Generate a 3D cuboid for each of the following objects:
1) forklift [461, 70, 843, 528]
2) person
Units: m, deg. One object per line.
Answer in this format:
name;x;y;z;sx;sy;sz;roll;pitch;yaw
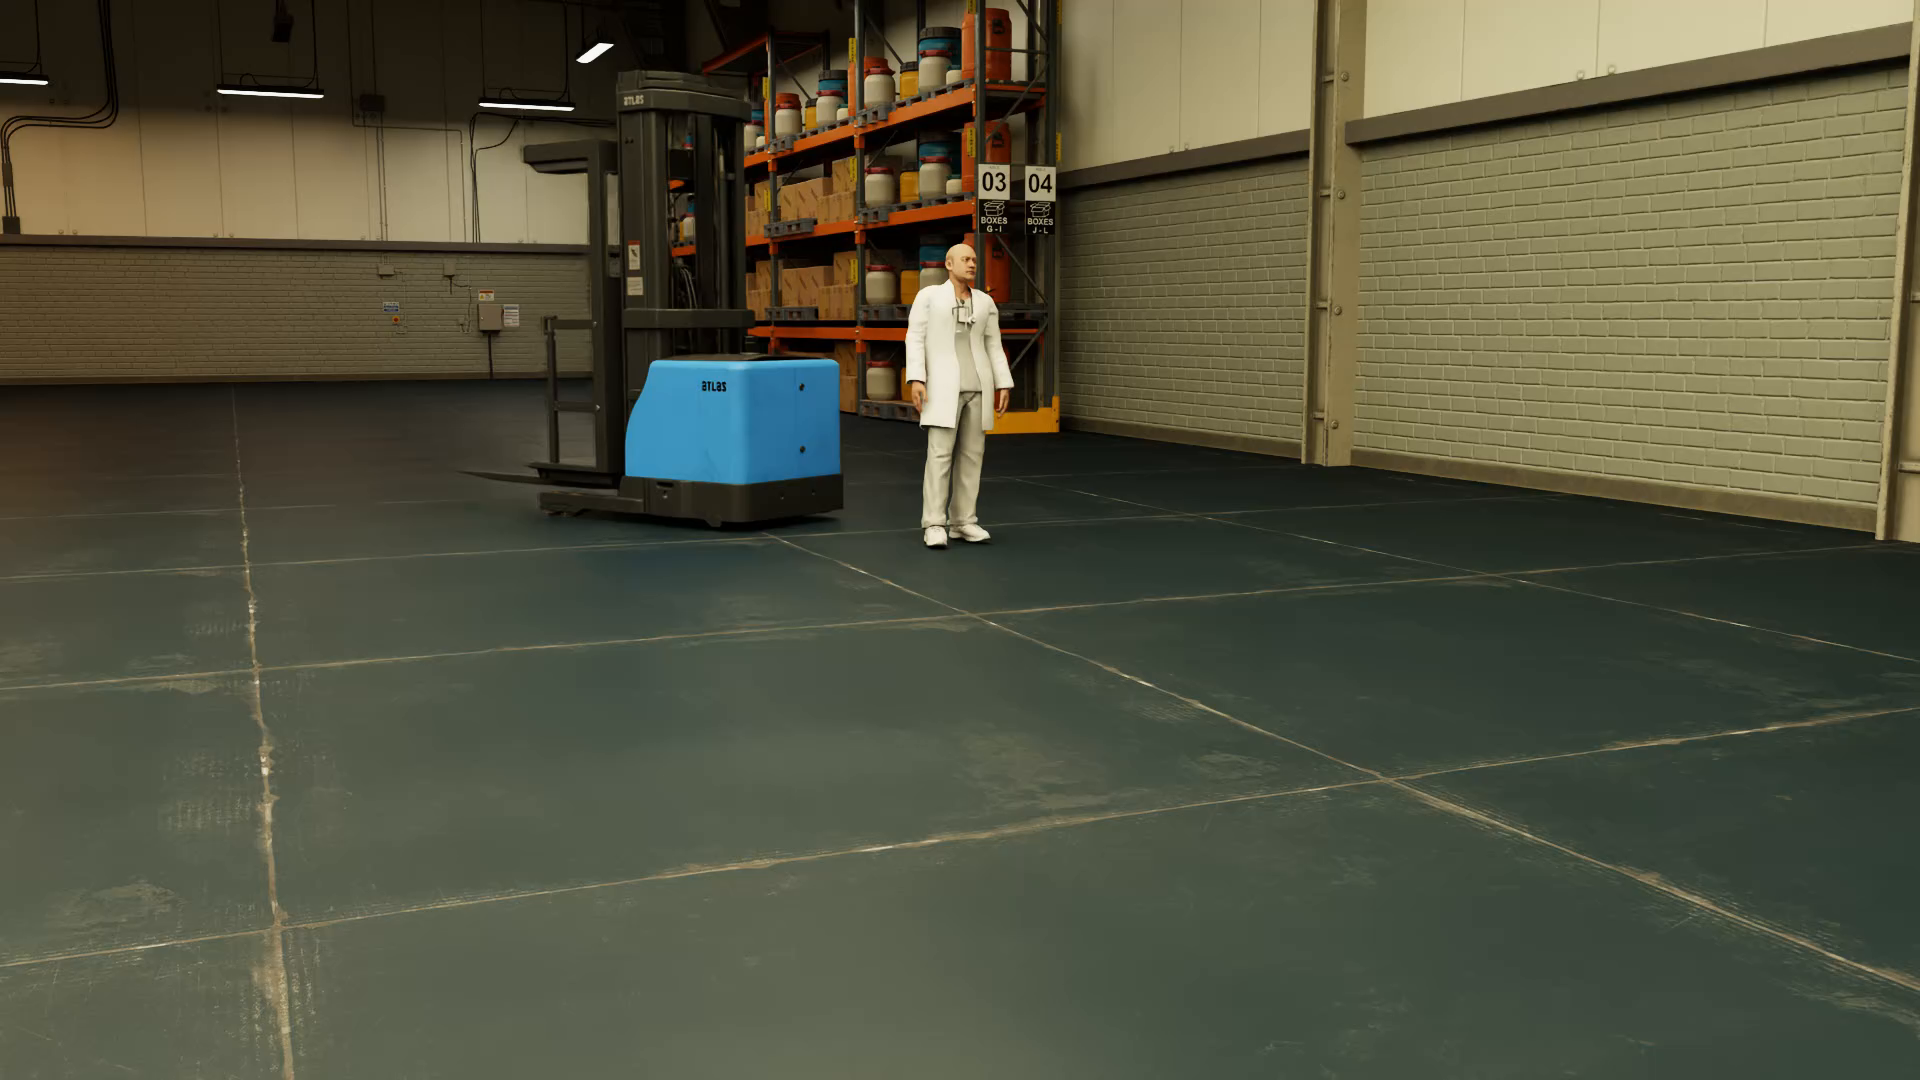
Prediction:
forklift;-2.276;-1.658;11.514;3.031;2.935;1.130;5;9;36
person;0.033;-0.878;9.952;0.698;1.778;0.578;-3;8;-23
